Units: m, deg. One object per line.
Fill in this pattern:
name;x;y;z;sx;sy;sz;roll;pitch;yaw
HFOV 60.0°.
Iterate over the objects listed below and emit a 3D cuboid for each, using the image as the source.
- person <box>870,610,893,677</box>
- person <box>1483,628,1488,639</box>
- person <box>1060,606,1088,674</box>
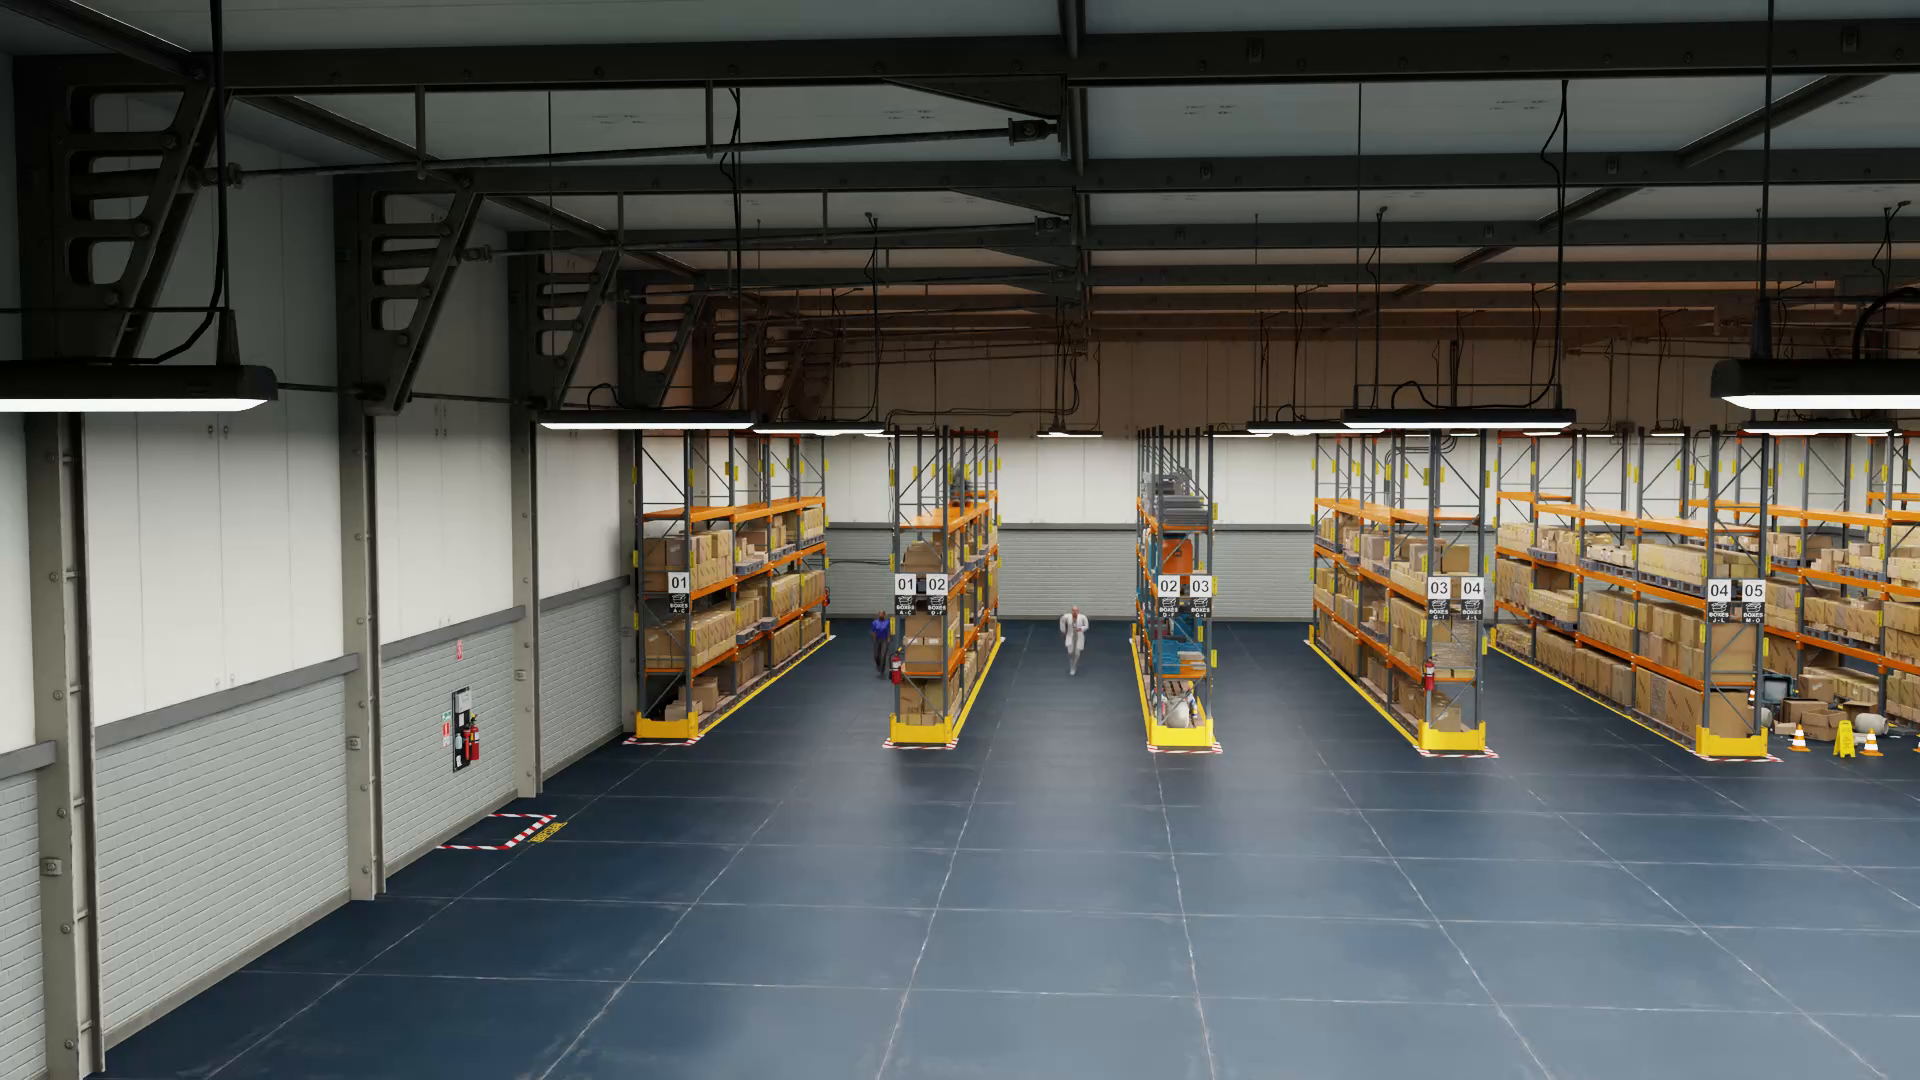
person;-1.898;2.492;40.376;0.562;1.609;0.589;0;3;0
person;14.661;2.108;47.178;0.630;1.636;0.551;0;3;-6
person;2.782;2.441;40.552;0.694;1.703;0.780;0;3;2
